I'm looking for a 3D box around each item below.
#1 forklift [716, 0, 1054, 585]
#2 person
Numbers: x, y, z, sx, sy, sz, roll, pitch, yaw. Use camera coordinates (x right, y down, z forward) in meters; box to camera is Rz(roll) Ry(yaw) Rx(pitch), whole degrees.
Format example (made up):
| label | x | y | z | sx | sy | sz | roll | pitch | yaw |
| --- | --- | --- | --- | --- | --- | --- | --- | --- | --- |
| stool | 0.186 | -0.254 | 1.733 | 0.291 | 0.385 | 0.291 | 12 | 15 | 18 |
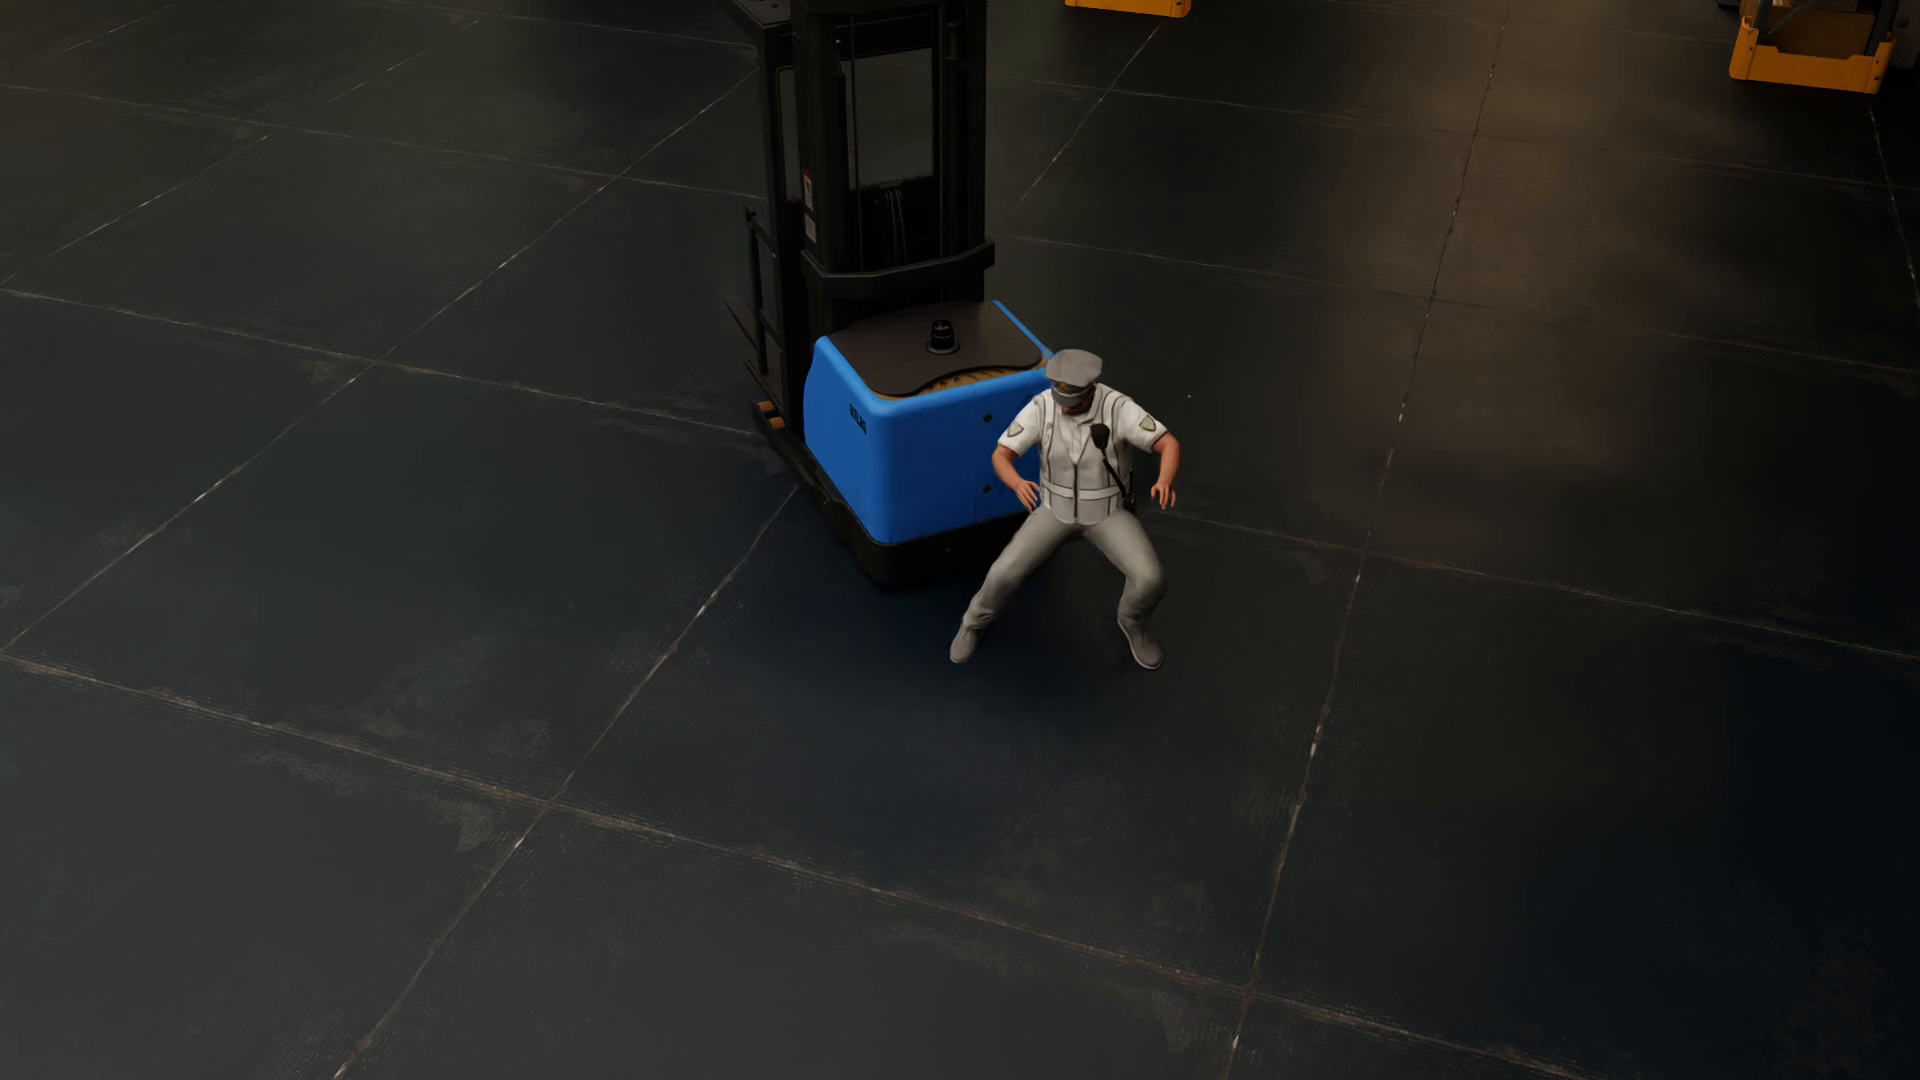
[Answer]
| label | x | y | z | sx | sy | sz | roll | pitch | yaw |
| --- | --- | --- | --- | --- | --- | --- | --- | --- | --- |
| forklift | -0.544 | -1.818 | 8.675 | 1.130 | 2.935 | 3.031 | -15 | 38 | -20 |
| person | 0.491 | -0.110 | 7.516 | 1.019 | 1.526 | 0.765 | 10 | 36 | 13 |
